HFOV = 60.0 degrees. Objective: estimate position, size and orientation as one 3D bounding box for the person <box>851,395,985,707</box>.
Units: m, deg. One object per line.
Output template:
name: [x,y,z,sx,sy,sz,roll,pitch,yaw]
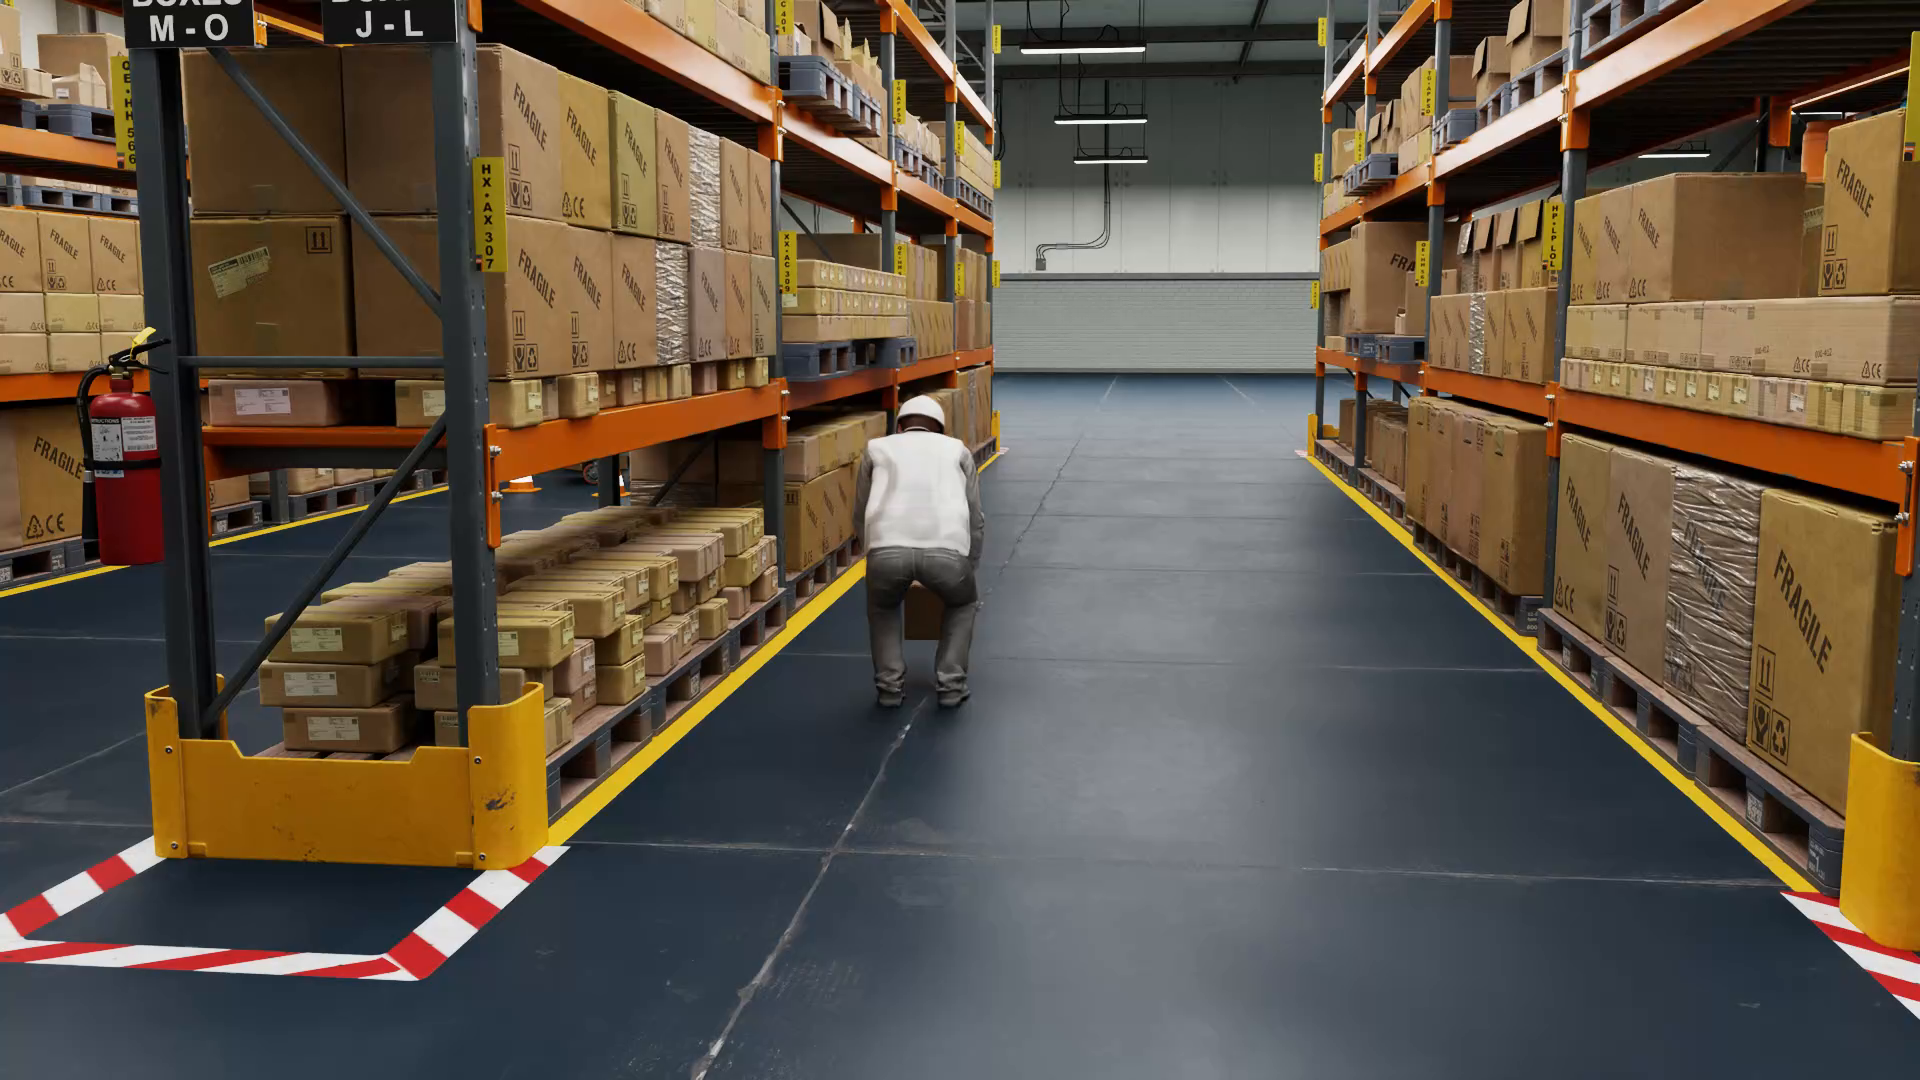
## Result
person: [-0.197,0.041,7.185,0.586,1.304,0.820,1,8,6]
